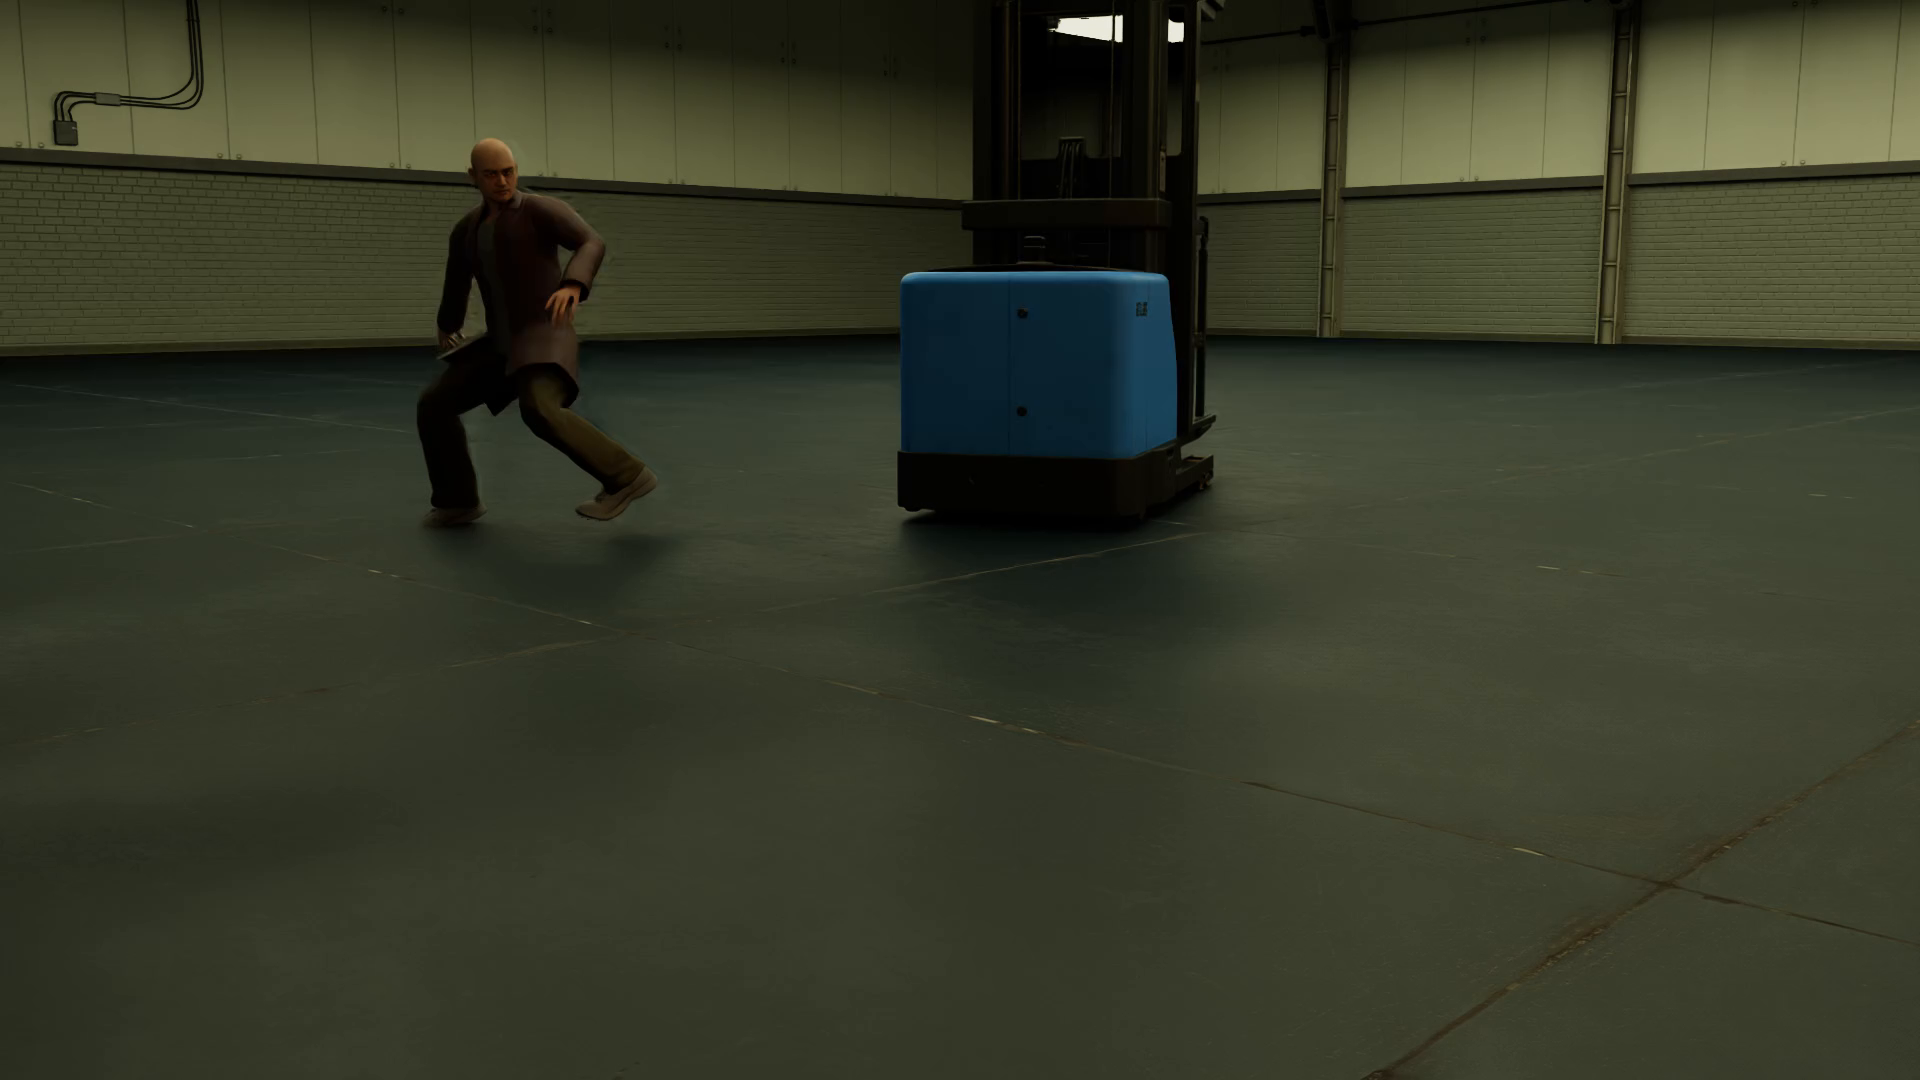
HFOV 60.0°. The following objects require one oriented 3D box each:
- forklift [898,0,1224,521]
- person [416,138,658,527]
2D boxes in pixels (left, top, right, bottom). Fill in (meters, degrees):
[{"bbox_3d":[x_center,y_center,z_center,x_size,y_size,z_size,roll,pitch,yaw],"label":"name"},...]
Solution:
[{"bbox_3d":[0.673,-1.709,8.221,1.130,2.935,3.031,3,9,18],"label":"forklift"},{"bbox_3d":[-1.889,-0.812,6.966,1.222,1.682,0.567,7,11,37],"label":"person"}]
